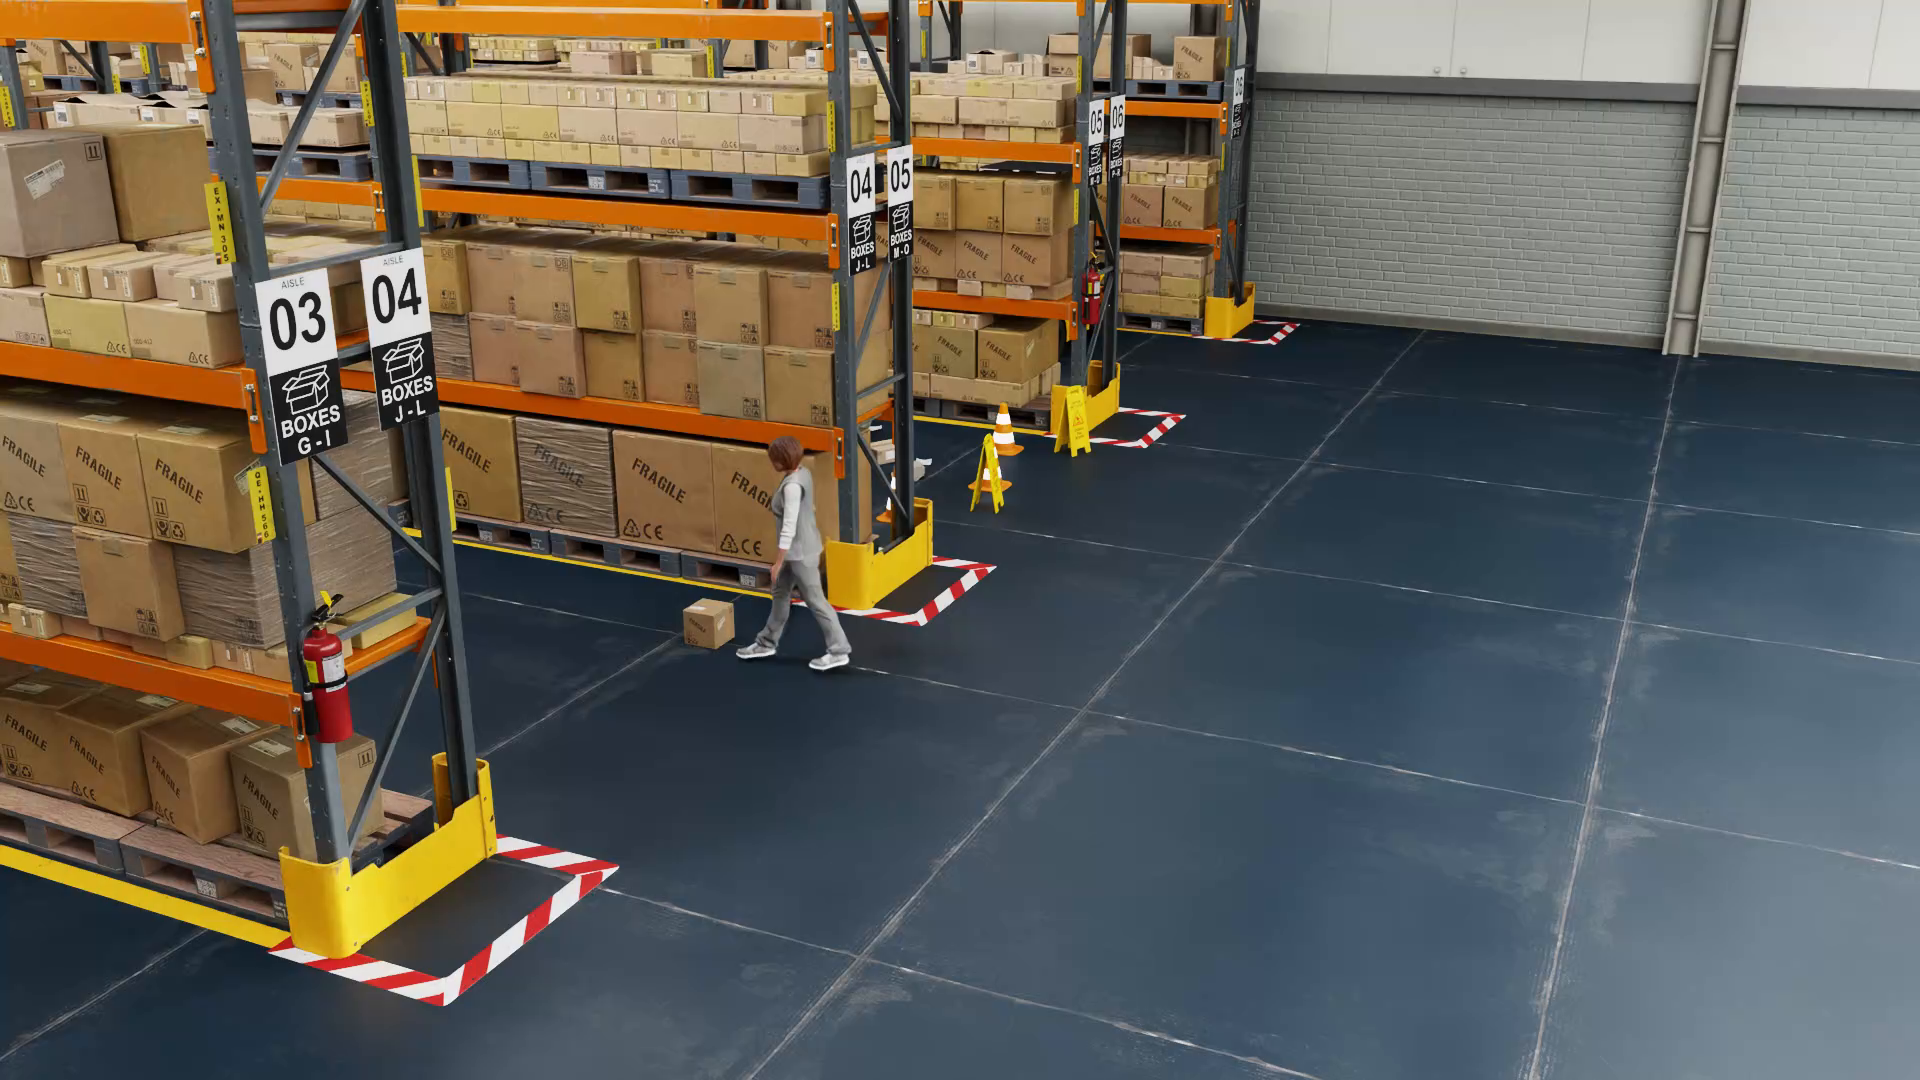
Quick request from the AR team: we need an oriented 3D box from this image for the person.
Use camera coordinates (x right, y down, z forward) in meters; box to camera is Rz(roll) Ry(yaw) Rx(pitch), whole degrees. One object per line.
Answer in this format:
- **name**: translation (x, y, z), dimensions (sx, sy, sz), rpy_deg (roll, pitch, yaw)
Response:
- **person**: translation (-1.111, 0.093, 10.803), dimensions (0.781, 1.570, 0.493), rpy_deg (-1, 19, -1)
